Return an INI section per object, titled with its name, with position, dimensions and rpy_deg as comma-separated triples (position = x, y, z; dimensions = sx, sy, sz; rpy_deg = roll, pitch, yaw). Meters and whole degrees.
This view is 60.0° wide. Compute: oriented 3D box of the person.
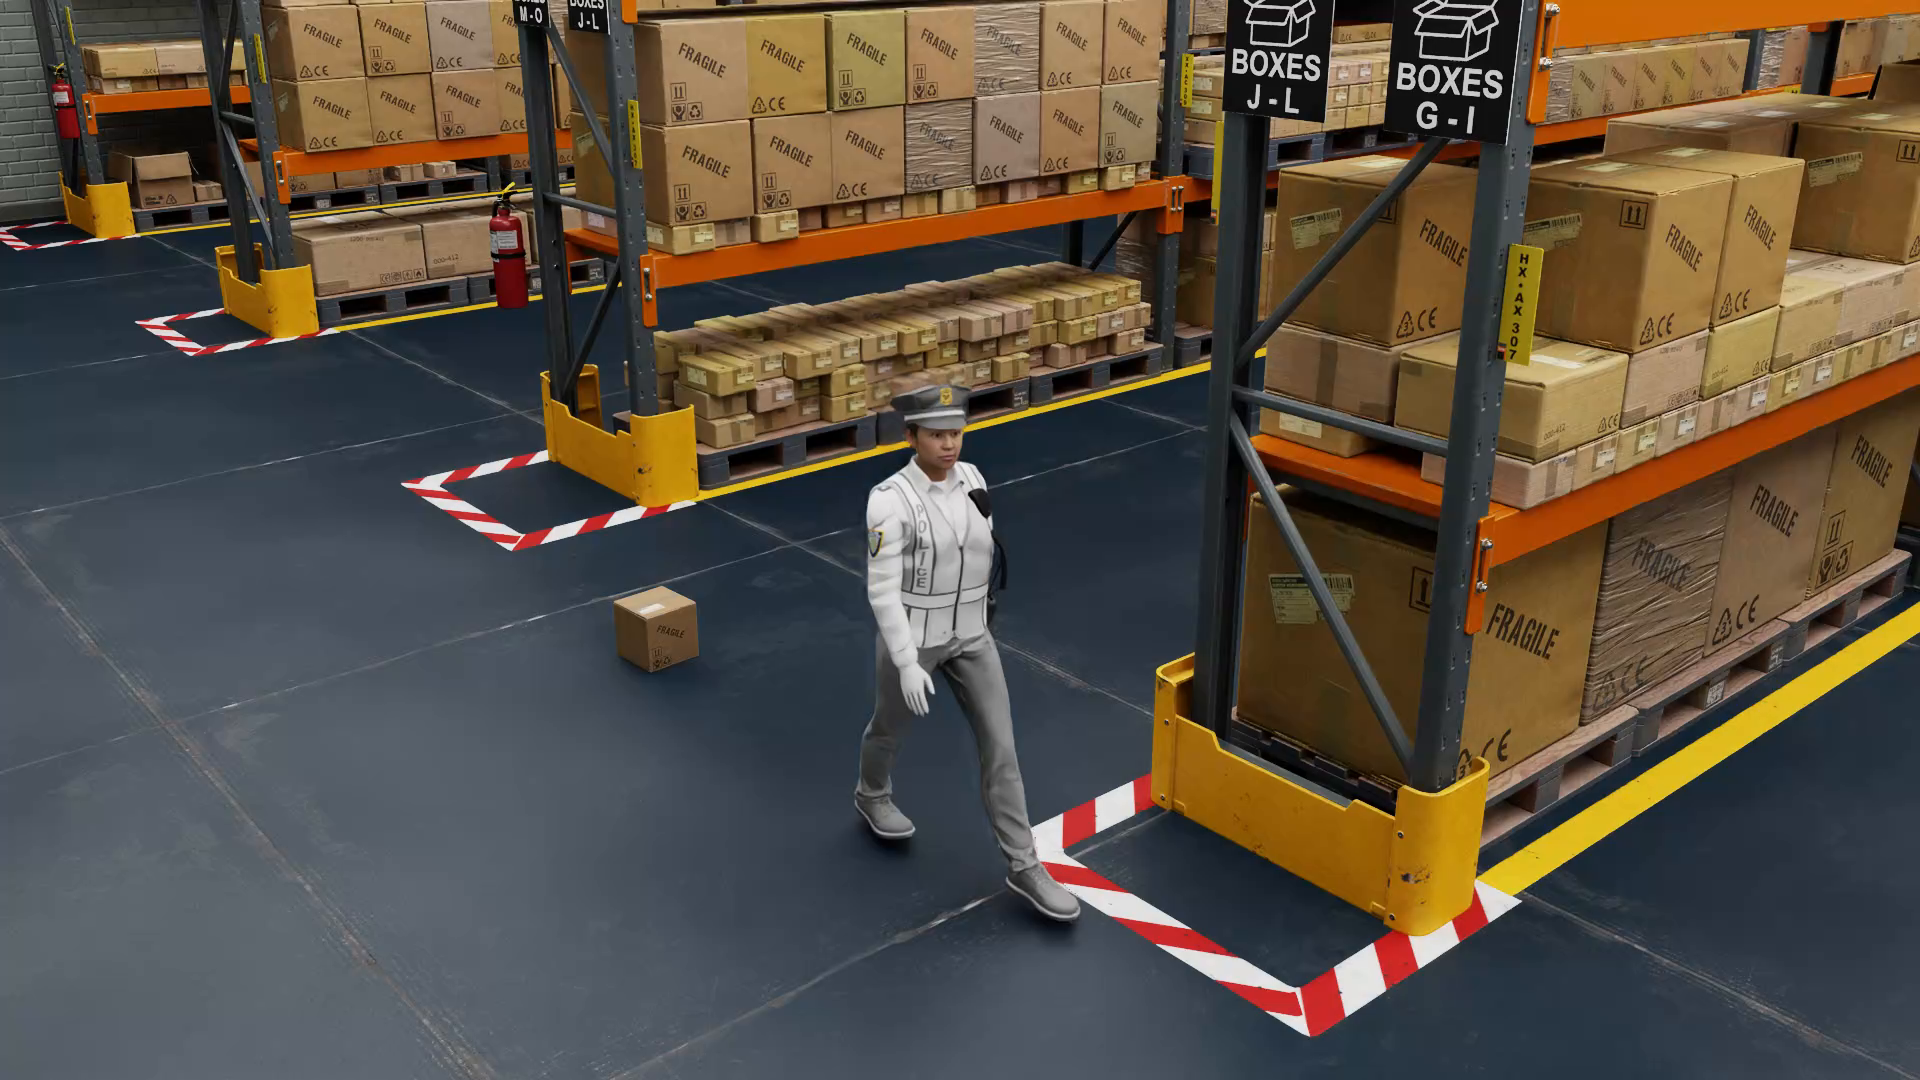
[person]
position = -0.033, 0.315, 5.186
dimensions = 0.521, 1.636, 0.973
rpy_deg = -12, 24, -28
